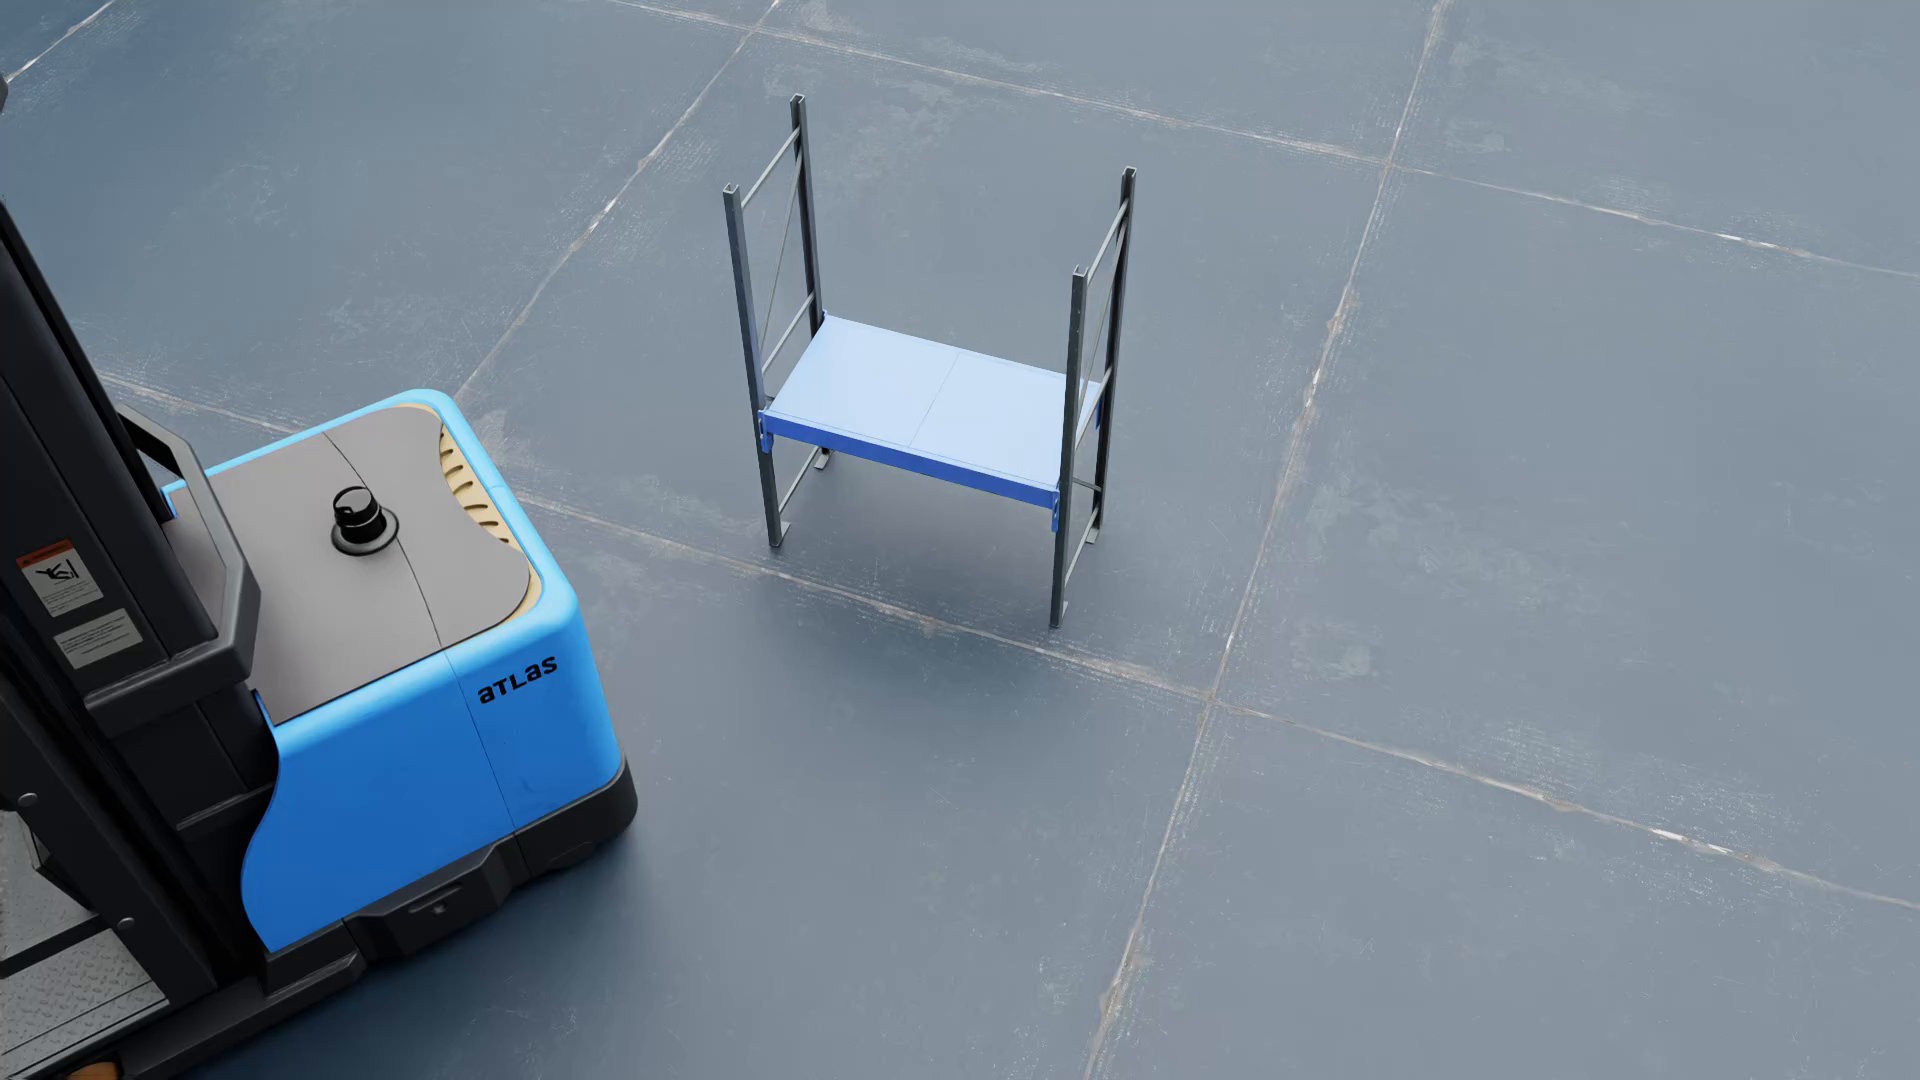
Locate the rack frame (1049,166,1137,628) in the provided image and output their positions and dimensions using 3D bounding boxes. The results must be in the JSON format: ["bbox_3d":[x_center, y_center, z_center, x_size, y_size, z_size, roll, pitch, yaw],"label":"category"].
[{"bbox_3d":[0.397,-0.380,5.087,0.032,1.500,0.500,16,51,13],"label":"rack frame"}]

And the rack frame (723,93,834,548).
[{"bbox_3d":[-0.557,-0.647,5.318,0.032,1.500,0.500,16,51,13],"label":"rack frame"}]

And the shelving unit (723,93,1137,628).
[{"bbox_3d":[-0.080,-0.514,5.203,1.048,1.500,0.538,16,51,13],"label":"shelving unit"}]

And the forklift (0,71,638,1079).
[{"bbox_3d":[-2.478,0.198,3.638,3.031,2.935,1.130,-26,54,-21],"label":"forklift"}]

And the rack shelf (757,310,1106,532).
[{"bbox_3d":[-0.080,-0.396,5.339,1.000,0.185,0.538,16,51,13],"label":"rack shelf"}]
